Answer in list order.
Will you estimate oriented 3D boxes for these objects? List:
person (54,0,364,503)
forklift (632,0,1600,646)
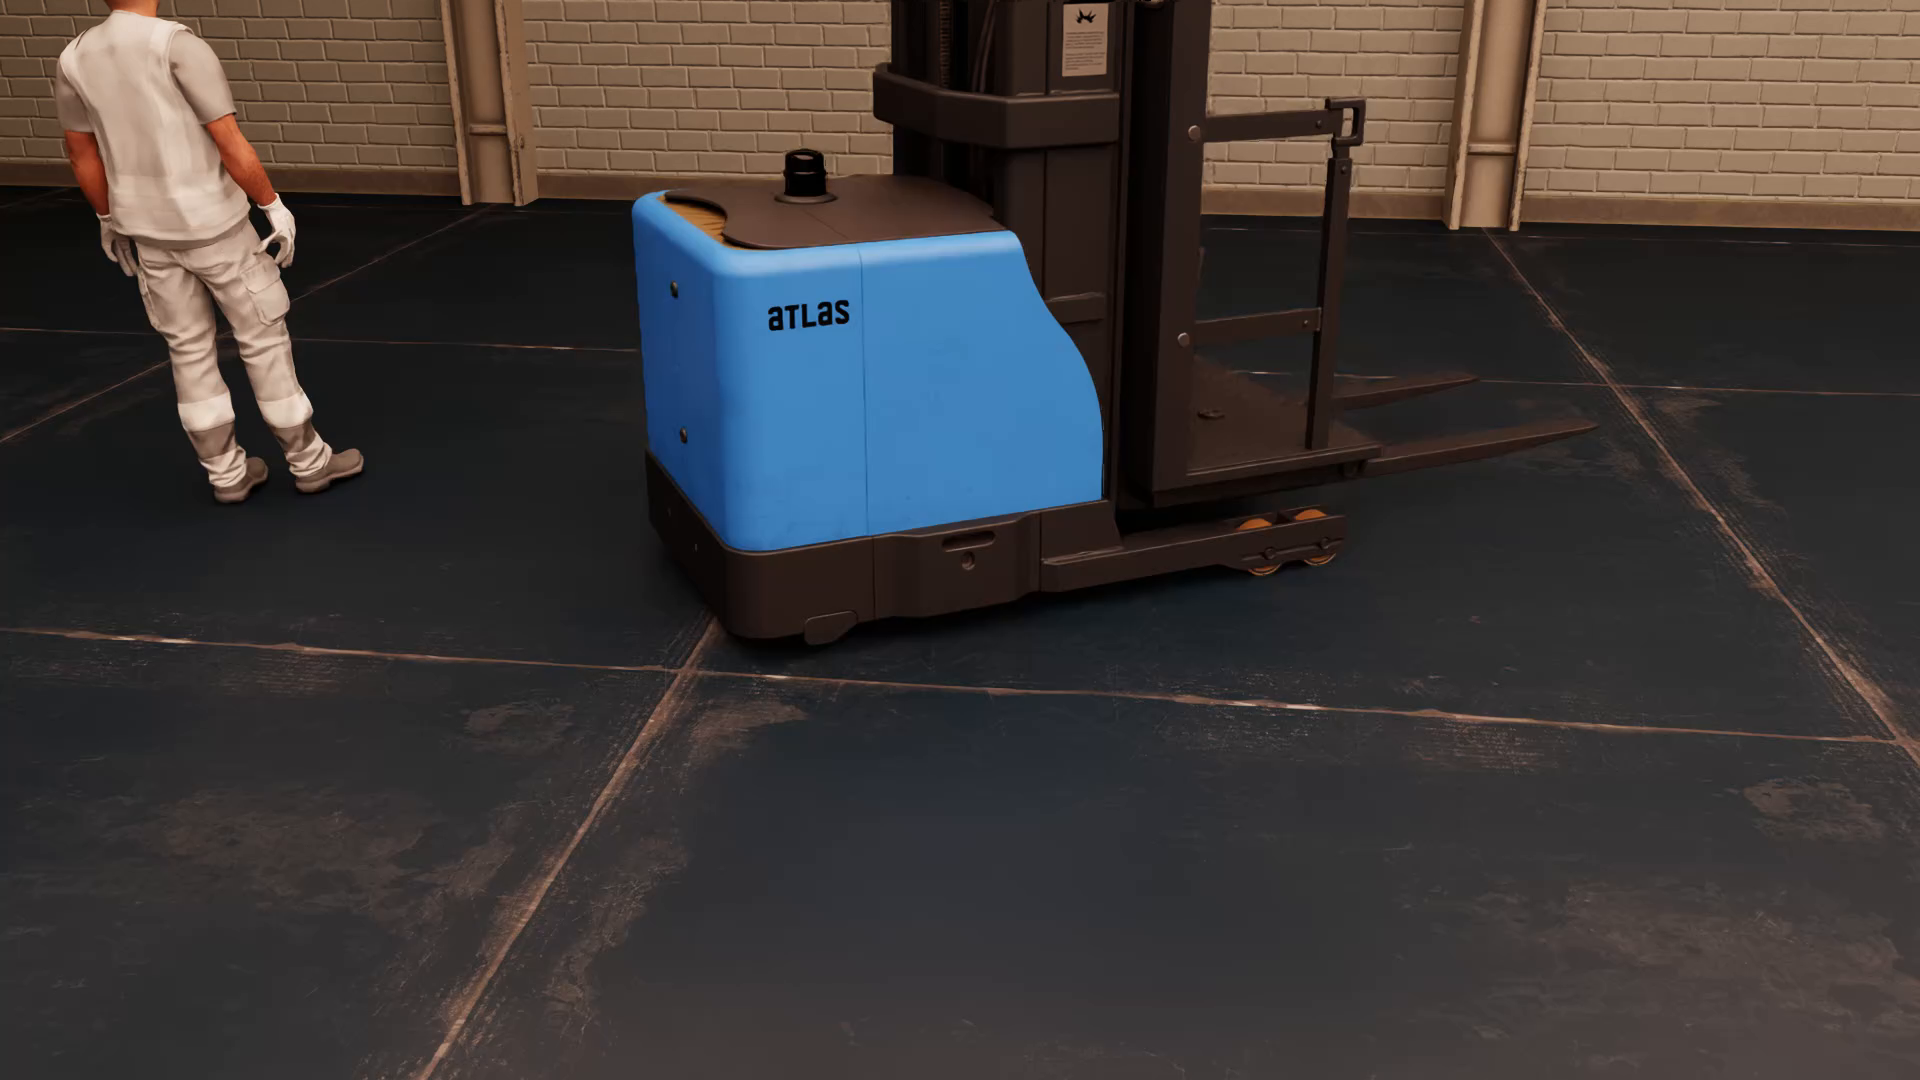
[{"bbox_3d":[-2.384,-0.999,5.246,0.640,1.788,0.565,3,22,8],"label":"person"},{"bbox_3d":[0.607,-1.425,4.792,3.031,2.935,1.130,-9,24,-22],"label":"forklift"}]
